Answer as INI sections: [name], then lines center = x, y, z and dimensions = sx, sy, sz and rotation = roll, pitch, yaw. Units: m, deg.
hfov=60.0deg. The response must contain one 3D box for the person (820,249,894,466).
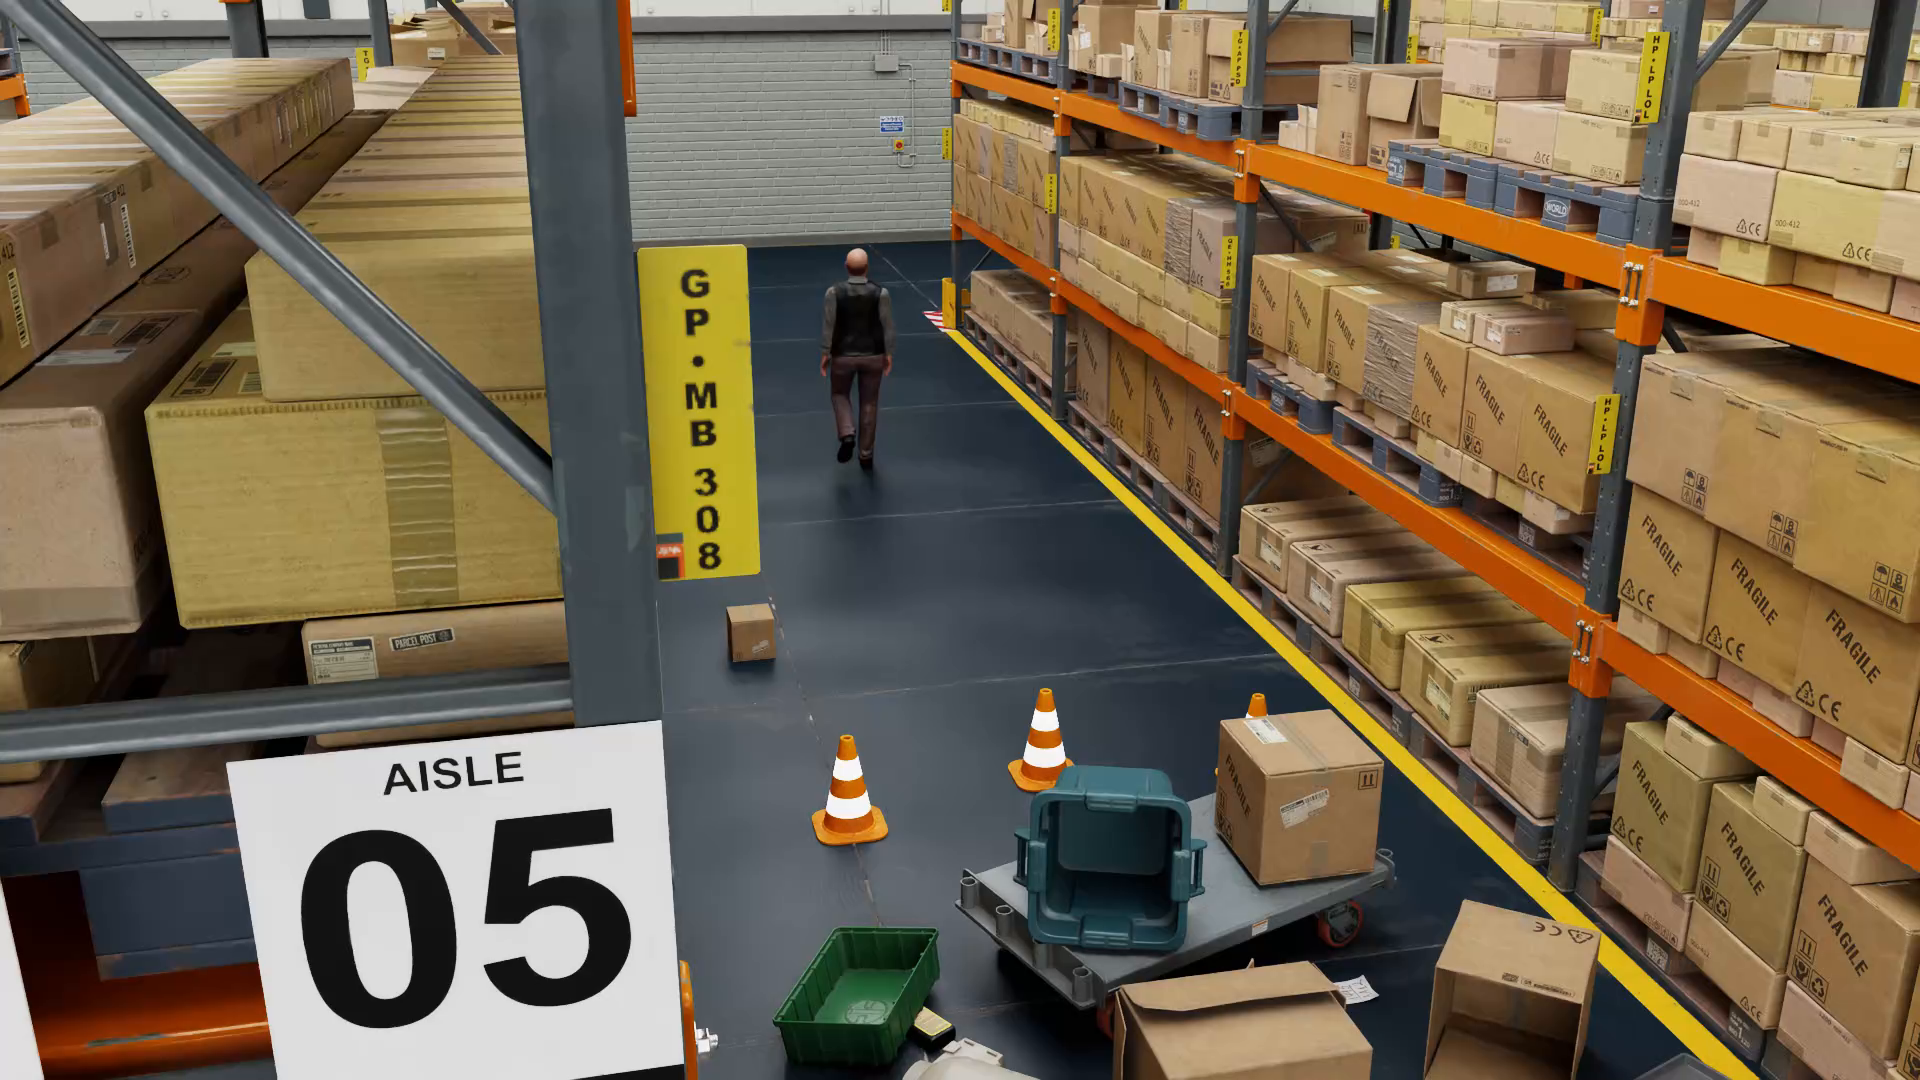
[person]
center = -0.809, -1.442, 13.101
dimensions = 0.585, 1.713, 0.474
rotation = -2, 20, -4
